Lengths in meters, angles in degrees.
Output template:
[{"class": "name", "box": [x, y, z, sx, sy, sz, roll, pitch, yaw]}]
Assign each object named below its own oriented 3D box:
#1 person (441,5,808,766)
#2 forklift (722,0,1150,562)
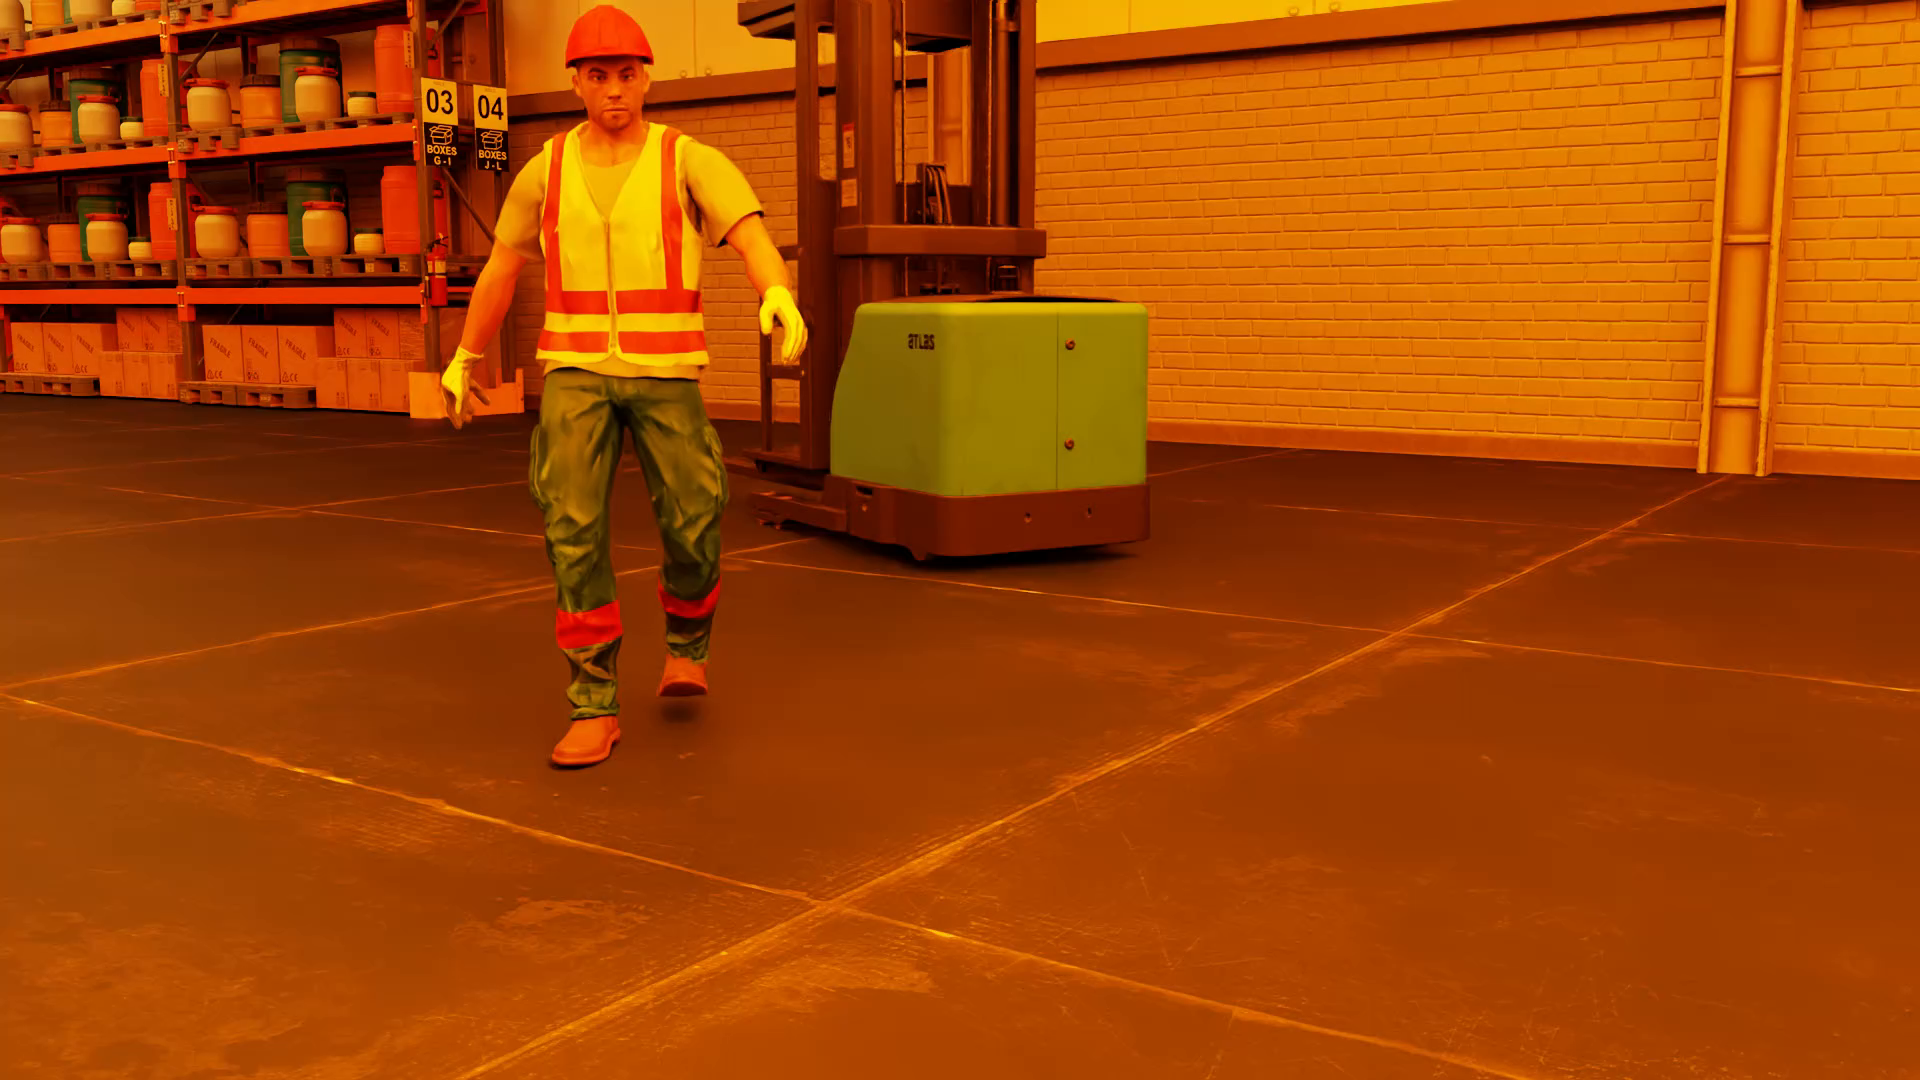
[{"class": "person", "box": [-0.830, -0.382, 4.040, 0.928, 1.763, 0.723, -1, 8, -4]}, {"class": "forklift", "box": [-0.376, -1.529, 7.944, 1.130, 2.935, 3.031, -5, 9, -31]}]
